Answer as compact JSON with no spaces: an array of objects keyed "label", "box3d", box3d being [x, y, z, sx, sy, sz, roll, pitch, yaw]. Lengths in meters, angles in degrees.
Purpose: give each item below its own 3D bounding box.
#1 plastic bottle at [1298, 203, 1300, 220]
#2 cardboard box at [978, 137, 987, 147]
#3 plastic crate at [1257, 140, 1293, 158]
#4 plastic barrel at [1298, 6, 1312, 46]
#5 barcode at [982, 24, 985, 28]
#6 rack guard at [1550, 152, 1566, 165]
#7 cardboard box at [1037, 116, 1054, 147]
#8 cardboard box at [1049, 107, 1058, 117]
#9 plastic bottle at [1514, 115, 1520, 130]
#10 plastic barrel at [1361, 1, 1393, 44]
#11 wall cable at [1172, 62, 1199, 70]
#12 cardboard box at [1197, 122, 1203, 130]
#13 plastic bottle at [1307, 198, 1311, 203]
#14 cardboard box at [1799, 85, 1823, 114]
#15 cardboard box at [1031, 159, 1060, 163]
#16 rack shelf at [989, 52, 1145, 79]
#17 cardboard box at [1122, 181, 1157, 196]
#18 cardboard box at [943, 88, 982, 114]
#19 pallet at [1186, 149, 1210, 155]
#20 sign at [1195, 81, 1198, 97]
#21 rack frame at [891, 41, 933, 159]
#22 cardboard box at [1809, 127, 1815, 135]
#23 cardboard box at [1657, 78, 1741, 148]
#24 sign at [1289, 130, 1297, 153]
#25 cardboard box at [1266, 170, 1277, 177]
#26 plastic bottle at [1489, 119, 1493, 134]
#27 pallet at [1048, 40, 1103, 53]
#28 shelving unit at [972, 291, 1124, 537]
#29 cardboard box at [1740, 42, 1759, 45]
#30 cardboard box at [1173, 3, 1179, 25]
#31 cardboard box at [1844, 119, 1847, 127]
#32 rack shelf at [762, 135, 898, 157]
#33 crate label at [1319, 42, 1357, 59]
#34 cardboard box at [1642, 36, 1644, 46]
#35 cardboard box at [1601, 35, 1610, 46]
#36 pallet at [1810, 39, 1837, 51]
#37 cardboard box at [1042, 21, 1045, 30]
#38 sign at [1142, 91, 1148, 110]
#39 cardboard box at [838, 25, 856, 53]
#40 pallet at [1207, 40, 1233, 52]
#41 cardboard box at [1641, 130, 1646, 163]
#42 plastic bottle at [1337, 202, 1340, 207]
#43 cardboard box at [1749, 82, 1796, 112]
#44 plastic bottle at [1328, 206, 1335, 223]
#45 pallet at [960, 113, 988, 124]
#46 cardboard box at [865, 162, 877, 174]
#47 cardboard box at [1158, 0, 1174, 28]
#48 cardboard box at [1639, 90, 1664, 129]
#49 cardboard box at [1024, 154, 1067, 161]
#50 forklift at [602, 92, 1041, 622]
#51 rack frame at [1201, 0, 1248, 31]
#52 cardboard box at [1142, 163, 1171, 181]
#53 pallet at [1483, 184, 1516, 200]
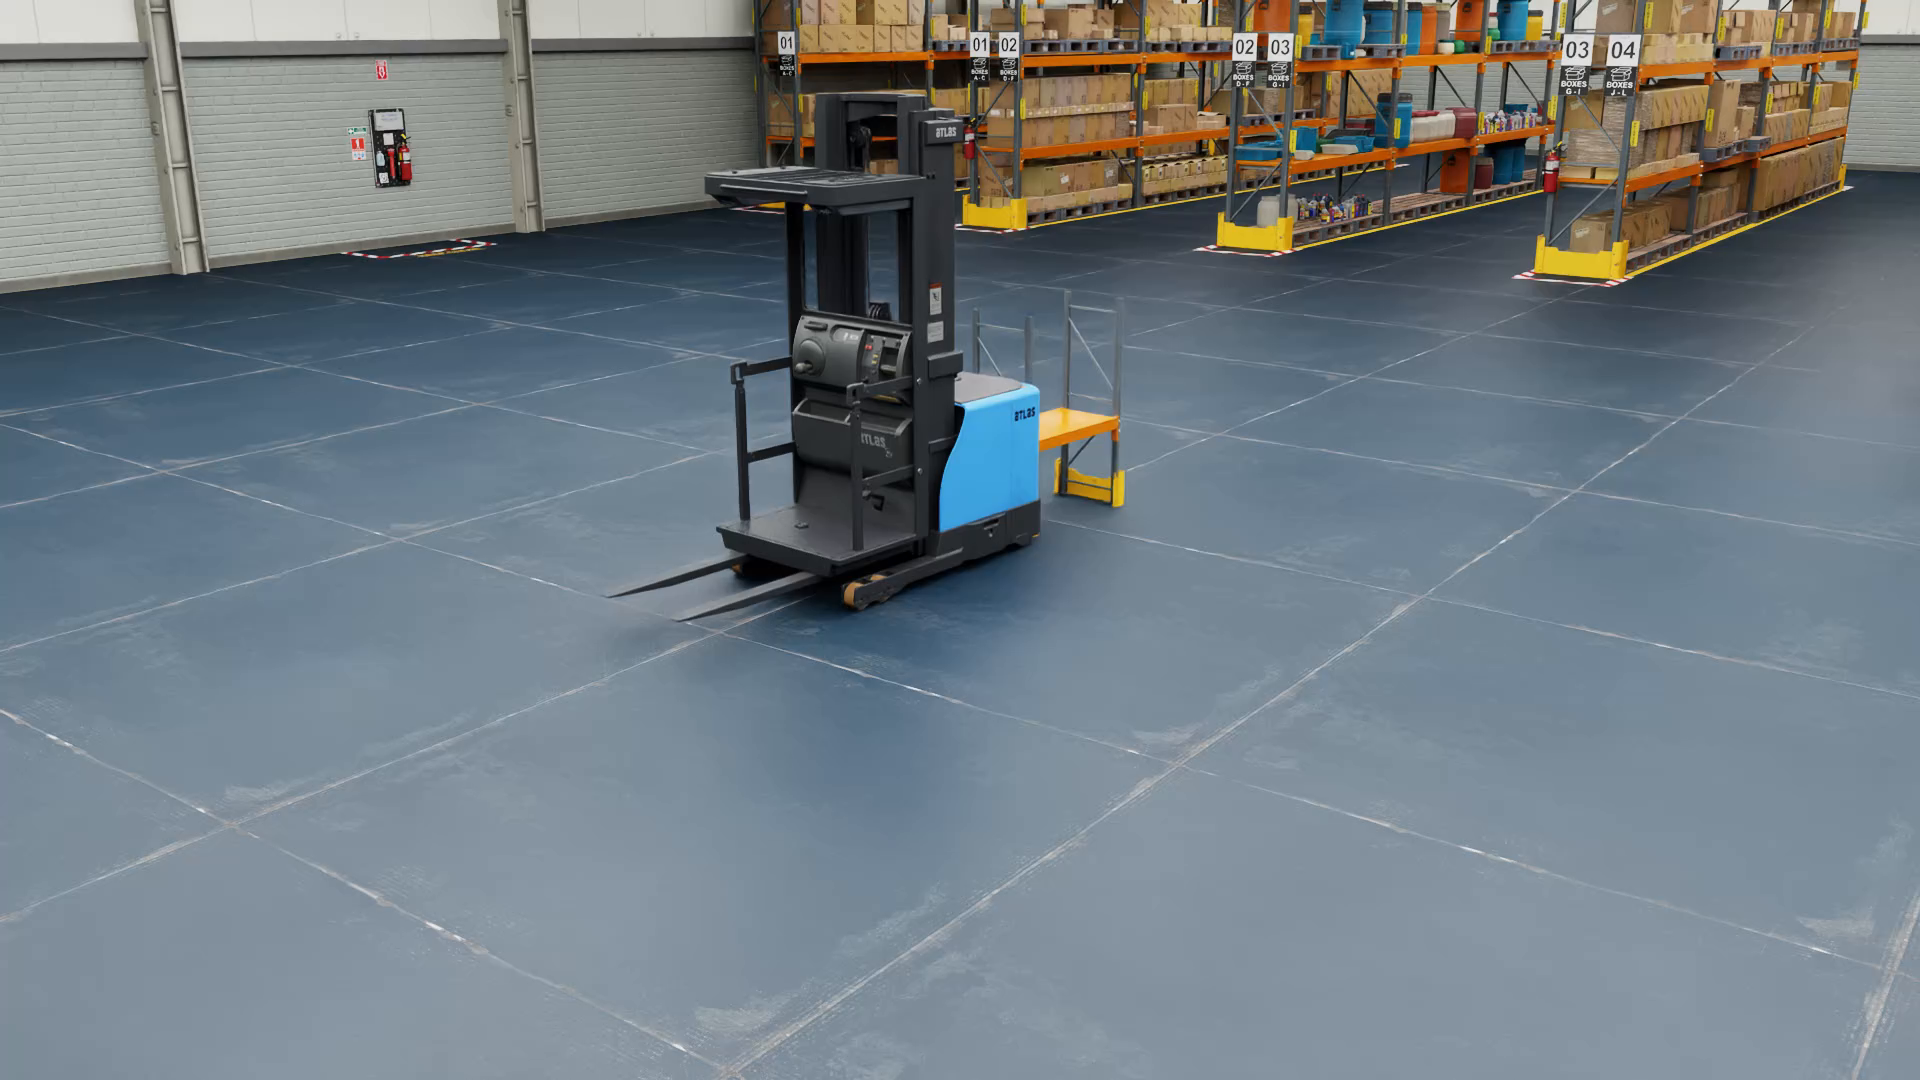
[{"label":"plastic bottle","box3d":[5.583,-5.444,27.555,0.061,0.283,0.133,12,21,35]},{"label":"cardboard box","box3d":[0.314,-8.582,36.029,0.500,0.250,0.500,12,21,34]},{"label":"plastic crate","box3d":[5.033,-6.235,26.513,0.499,0.251,0.408,12,21,35]},{"label":"plastic barrel","box3d":[5.160,-7.997,25.854,0.600,0.588,0.600,0,17,0]},{"label":"barcode","box3d":[0.400,-8.723,28.239,0.001,0.075,0.075,12,21,35]},{"label":"rack guard","box3d":[14.120,-8.605,38.110,1.175,0.500,0.348,12,21,35]},{"label":"cardboard box","box3d":[1.205,-7.139,29.005,0.700,0.500,0.500,13,22,36]},{"label":"cardboard box","box3d":[1.471,-7.451,28.918,0.380,0.149,0.250,12,21,34]},{"label":"plastic bottle","box3d":[11.160,-8.389,33.408,0.152,0.276,0.135,12,21,35]},{"label":"plastic barrel","box3d":[7.095,-8.764,28.504,0.600,0.901,0.708,12,21,35]},{"label":"wall cable","box3d":[6.163,-12.499,44.721,0.084,1.984,1.851,12,21,35]},{"label":"cardboard box","box3d":[4.659,-8.328,33.426,0.380,0.149,0.250,14,22,39]},{"label":"plastic bottle","box3d":[5.908,-5.650,28.217,0.061,0.283,0.133,14,22,37]},{"label":"cardboard box","box3d":[16.202,-8.460,31.916,0.500,0.500,0.500,12,21,35]},{"label":"cardboard box","box3d":[1.571,-6.641,30.237,0.500,0.500,0.500,12,21,35]},{"label":"rack shelf","box3d":[1.799,-8.421,29.459,1.077,0.370,4.000,12,21,35]},{"label":"cardboard box","box3d":[3.430,-6.748,31.845,0.500,0.250,0.500,12,21,33]},{"label":"cardboard box","box3d":[0.047,-9.350,35.386,0.700,0.500,0.500,16,24,42]},{"label":"pallet","box3d":[5.746,-10.005,43.107,1.003,0.211,1.213,12,21,35]},{"label":"sign","box3d":[4.933,-9.370,34.541,0.100,0.325,0.005,12,21,35]},{"label":"rack frame","box3d":[-0.990,-8.683,34.147,1.000,3.000,0.127,12,21,35]},{"label":"cardboard box","box3d":[16.154,-7.854,31.902,0.380,0.149,0.250,12,21,35]},{"label":"cardboard box","box3d":[11.530,-6.709,26.070,1.000,1.000,1.000,13,21,35]},{"label":"sign","box3d":[5.022,-6.014,25.085,0.100,0.325,0.005,12,21,35]},{"label":"cardboard box","box3d":[6.485,-8.080,35.678,0.500,0.500,0.500,12,21,34]},{"label":"plastic bottle","box3d":[10.259,-8.010,32.175,0.061,0.283,0.133,12,21,35]},{"label":"pallet","box3d":[1.776,-8.702,29.299,1.003,0.211,1.213,12,21,35]},{"label":"shelving unit","box3d":[0.620,-0.910,11.645,0.587,1.500,1.083,14,22,39]},{"label":"cardboard box","box3d":[12.655,-7.975,27.061,0.500,0.250,0.500,13,22,36]},{"label":"cardboard box","box3d":[5.018,-12.918,40.839,0.500,0.500,0.500,13,21,35]},{"label":"cardboard box","box3d":[18.146,-8.652,34.472,0.380,0.149,0.250,13,21,36]},{"label":"rack shelf","box3d":[-2.182,-7.863,32.720,1.077,0.370,4.000,12,21,35]},{"label":"crate label","box3d":[5.964,-7.729,26.267,0.502,0.251,0.408,12,21,35]},{"label":"cardboard box","box3d":[8.911,-6.681,22.222,0.380,0.149,0.250,12,21,34]},{"label":"cardboard box","box3d":[8.725,-6.818,22.665,0.380,0.149,0.250,12,21,33]},{"label":"pallet","box3d":[16.207,-9.546,32.017,1.003,0.211,1.213,12,21,35]},{"label":"cardboard box","box3d":[1.413,-8.967,29.209,0.500,0.311,0.500,16,23,41]},{"label":"sign","box3d":[3.437,-8.162,30.877,0.100,0.325,0.005,12,21,35]},{"label":"cardboard box","box3d":[-2.318,-9.502,31.523,0.500,0.500,0.500,14,22,37]},{"label":"pallet","box3d":[5.041,-9.926,33.411,1.213,0.211,1.003,14,22,37]},{"label":"cardboard box","box3d":[9.112,-5.561,23.423,0.875,0.500,0.500,12,21,35]},{"label":"plastic bottle","box3d":[6.322,-5.499,27.733,0.061,0.283,0.133,12,21,35]},{"label":"cardboard box","box3d":[14.919,-8.175,30.649,0.797,0.503,0.637,13,21,35]},{"label":"plastic bottle","box3d":[6.063,-5.320,27.156,0.061,0.283,0.133,13,21,36]},{"label":"pallet","box3d":[0.247,-9.066,35.702,1.003,0.211,1.213,12,21,35]},{"label":"cardboard box","box3d":[-2.072,-7.197,32.836,0.700,0.500,0.500,11,20,31]},{"label":"cardboard box","box3d":[3.711,-10.008,31.636,0.500,0.500,0.500,15,23,40]},{"label":"cardboard box","box3d":[9.411,-5.973,23.063,0.500,0.500,0.500,12,21,35]},{"label":"cardboard box","box3d":[1.937,-8.962,37.961,0.750,0.750,0.750,12,21,34]},{"label":"forklift","box3d":[-0.804,-1.150,10.004,1.130,2.935,3.031,14,22,39]},{"label":"rack frame","box3d":[5.374,-11.626,33.510,1.000,3.000,0.127,12,21,35]},{"label":"cardboard box","box3d":[3.739,-7.137,32.150,0.500,0.311,0.500,12,21,34]},{"label":"pallet","box3d":[10.513,-7.038,33.552,1.003,0.211,1.213,12,21,35]}]
